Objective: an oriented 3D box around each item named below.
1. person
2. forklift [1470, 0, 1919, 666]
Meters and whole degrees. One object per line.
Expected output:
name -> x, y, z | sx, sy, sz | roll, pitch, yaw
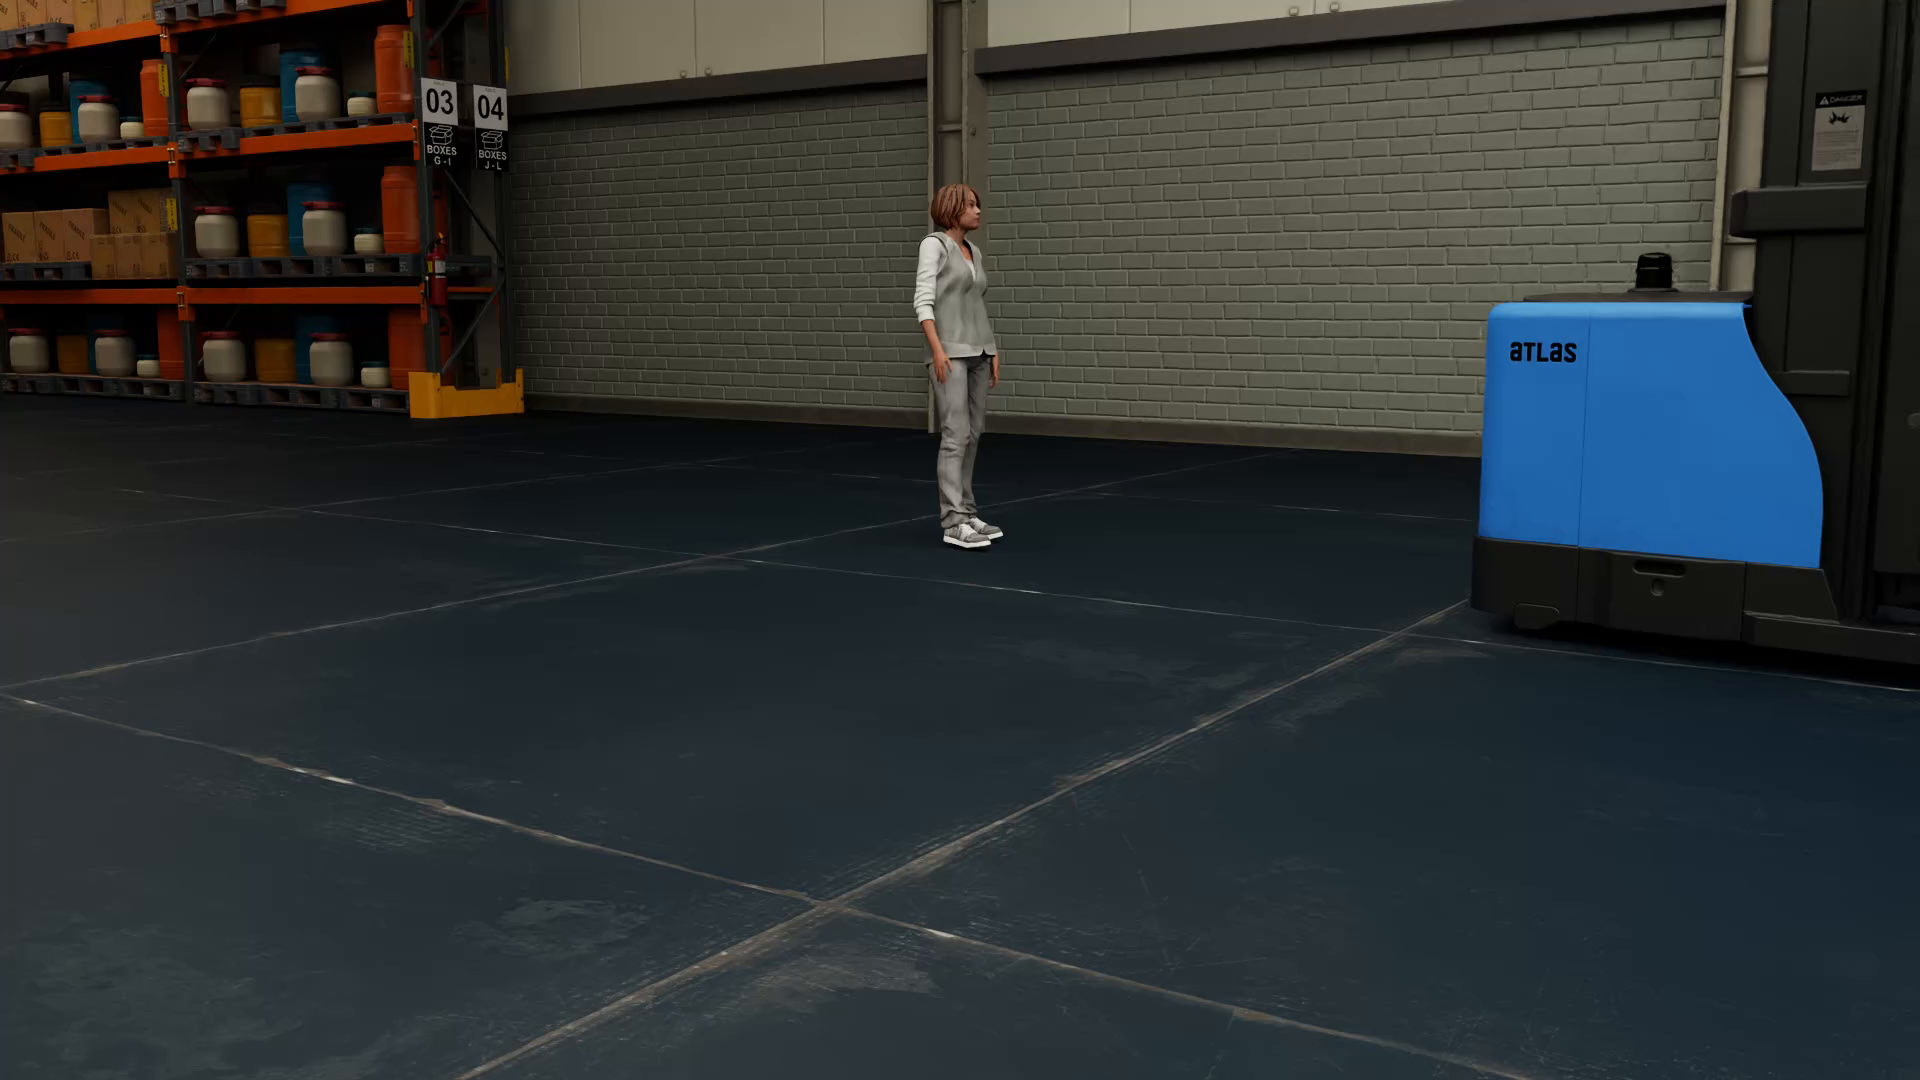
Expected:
person -> 0.053, -0.779, 7.439 | 0.475, 1.574, 0.520 | 5, 10, 34
forklift -> 3.156, -1.075, 4.750 | 3.031, 2.935, 1.130 | 7, 10, 39
